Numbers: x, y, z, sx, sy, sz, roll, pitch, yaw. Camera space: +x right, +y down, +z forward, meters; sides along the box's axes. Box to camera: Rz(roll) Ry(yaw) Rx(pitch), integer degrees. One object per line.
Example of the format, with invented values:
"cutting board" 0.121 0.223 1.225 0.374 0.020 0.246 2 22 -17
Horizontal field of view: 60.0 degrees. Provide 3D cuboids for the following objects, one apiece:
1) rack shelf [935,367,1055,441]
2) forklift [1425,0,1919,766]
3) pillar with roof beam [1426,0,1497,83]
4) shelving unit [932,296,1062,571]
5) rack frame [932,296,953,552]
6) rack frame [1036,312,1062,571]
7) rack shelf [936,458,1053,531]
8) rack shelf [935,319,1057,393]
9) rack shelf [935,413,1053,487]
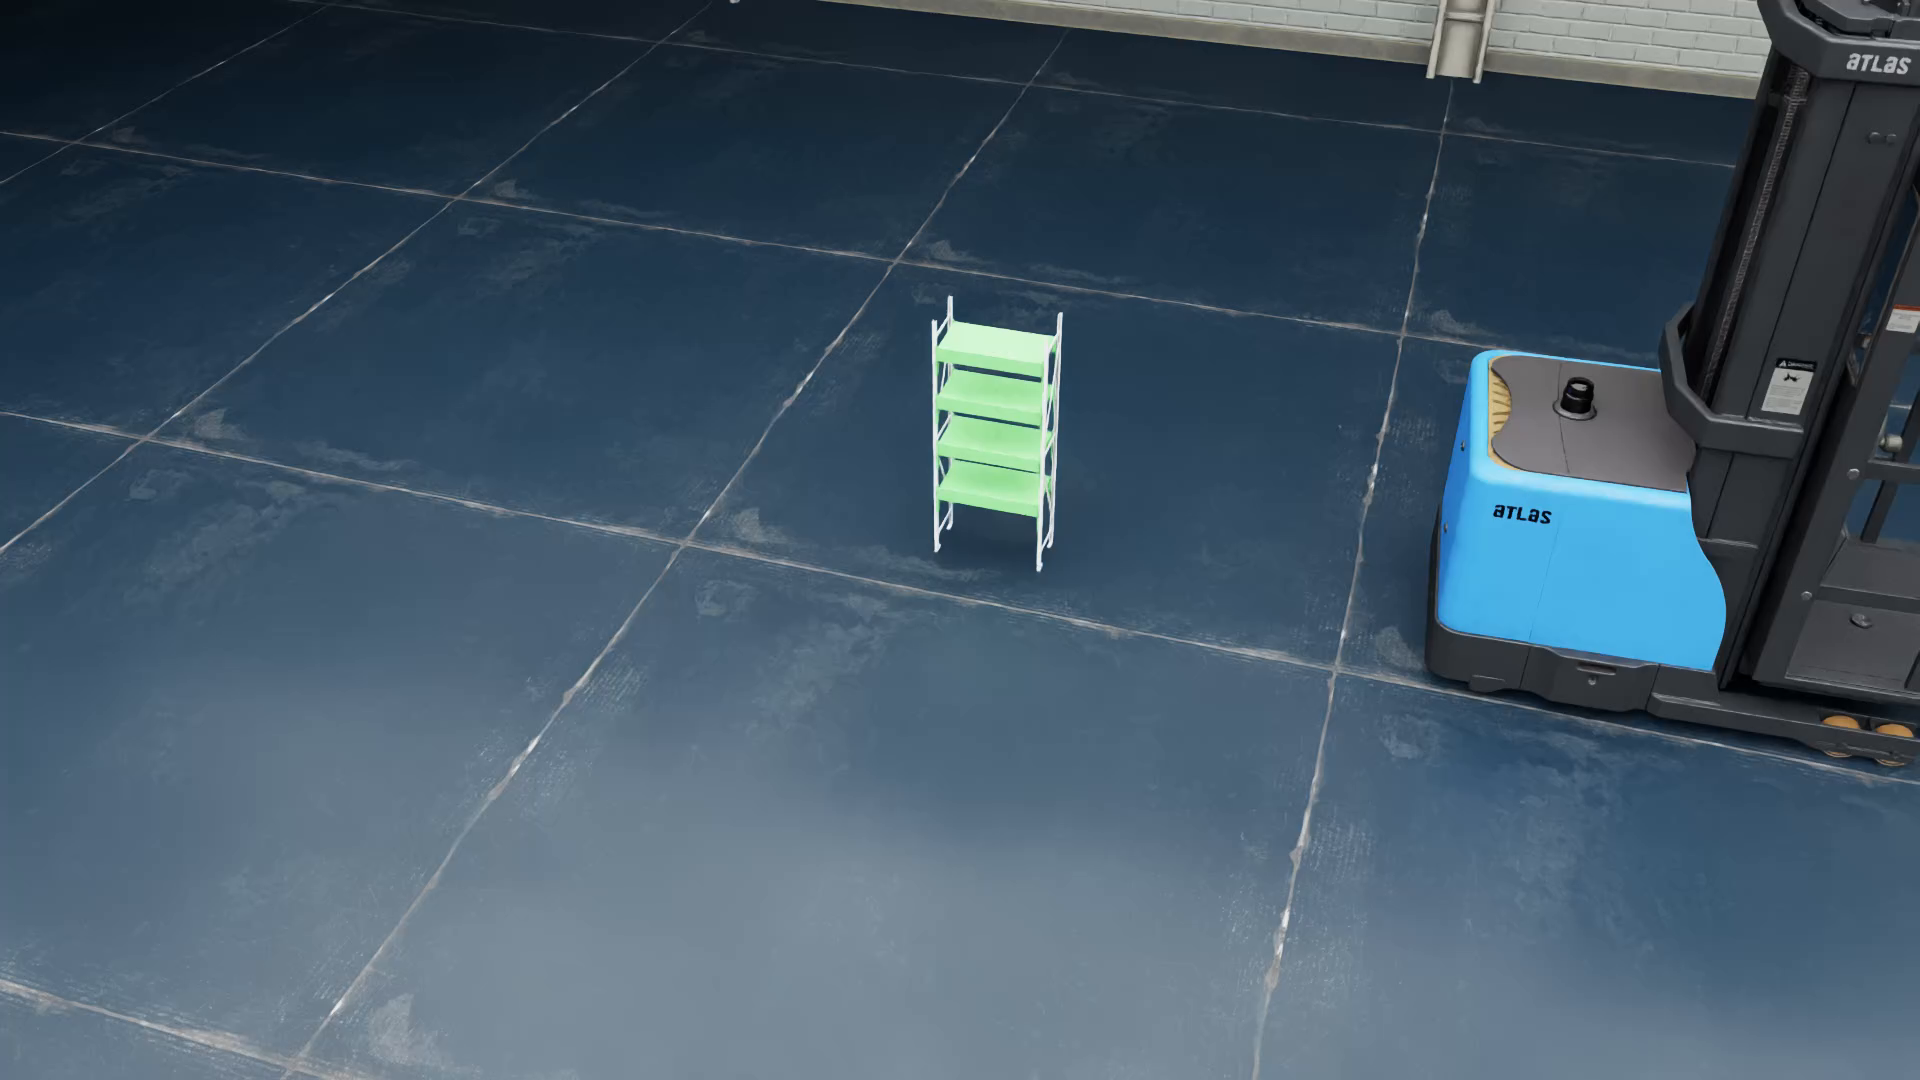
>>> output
"rack shelf" 0.158 -0.596 7.250 0.480 0.148 0.258 10 38 14
"forklift" 3.515 -0.642 6.149 3.031 2.935 1.130 9 37 12
"pillar with roof beam" 2.441 -4.703 6.549 0.400 9.000 9.100 10 38 14
"shelving unit" 0.158 -0.454 7.355 0.503 1.200 0.258 10 38 14
"rack frame" -0.075 -0.497 7.413 0.015 1.200 0.240 10 38 14
"rack frame" 0.391 -0.411 7.296 0.015 1.200 0.240 10 38 14
"rack shelf" 0.158 -0.209 7.535 0.480 0.148 0.258 10 38 14
"rack shelf" 0.158 -0.789 7.108 0.480 0.148 0.258 10 38 14
"rack shelf" 0.158 -0.402 7.392 0.480 0.148 0.258 10 38 14
